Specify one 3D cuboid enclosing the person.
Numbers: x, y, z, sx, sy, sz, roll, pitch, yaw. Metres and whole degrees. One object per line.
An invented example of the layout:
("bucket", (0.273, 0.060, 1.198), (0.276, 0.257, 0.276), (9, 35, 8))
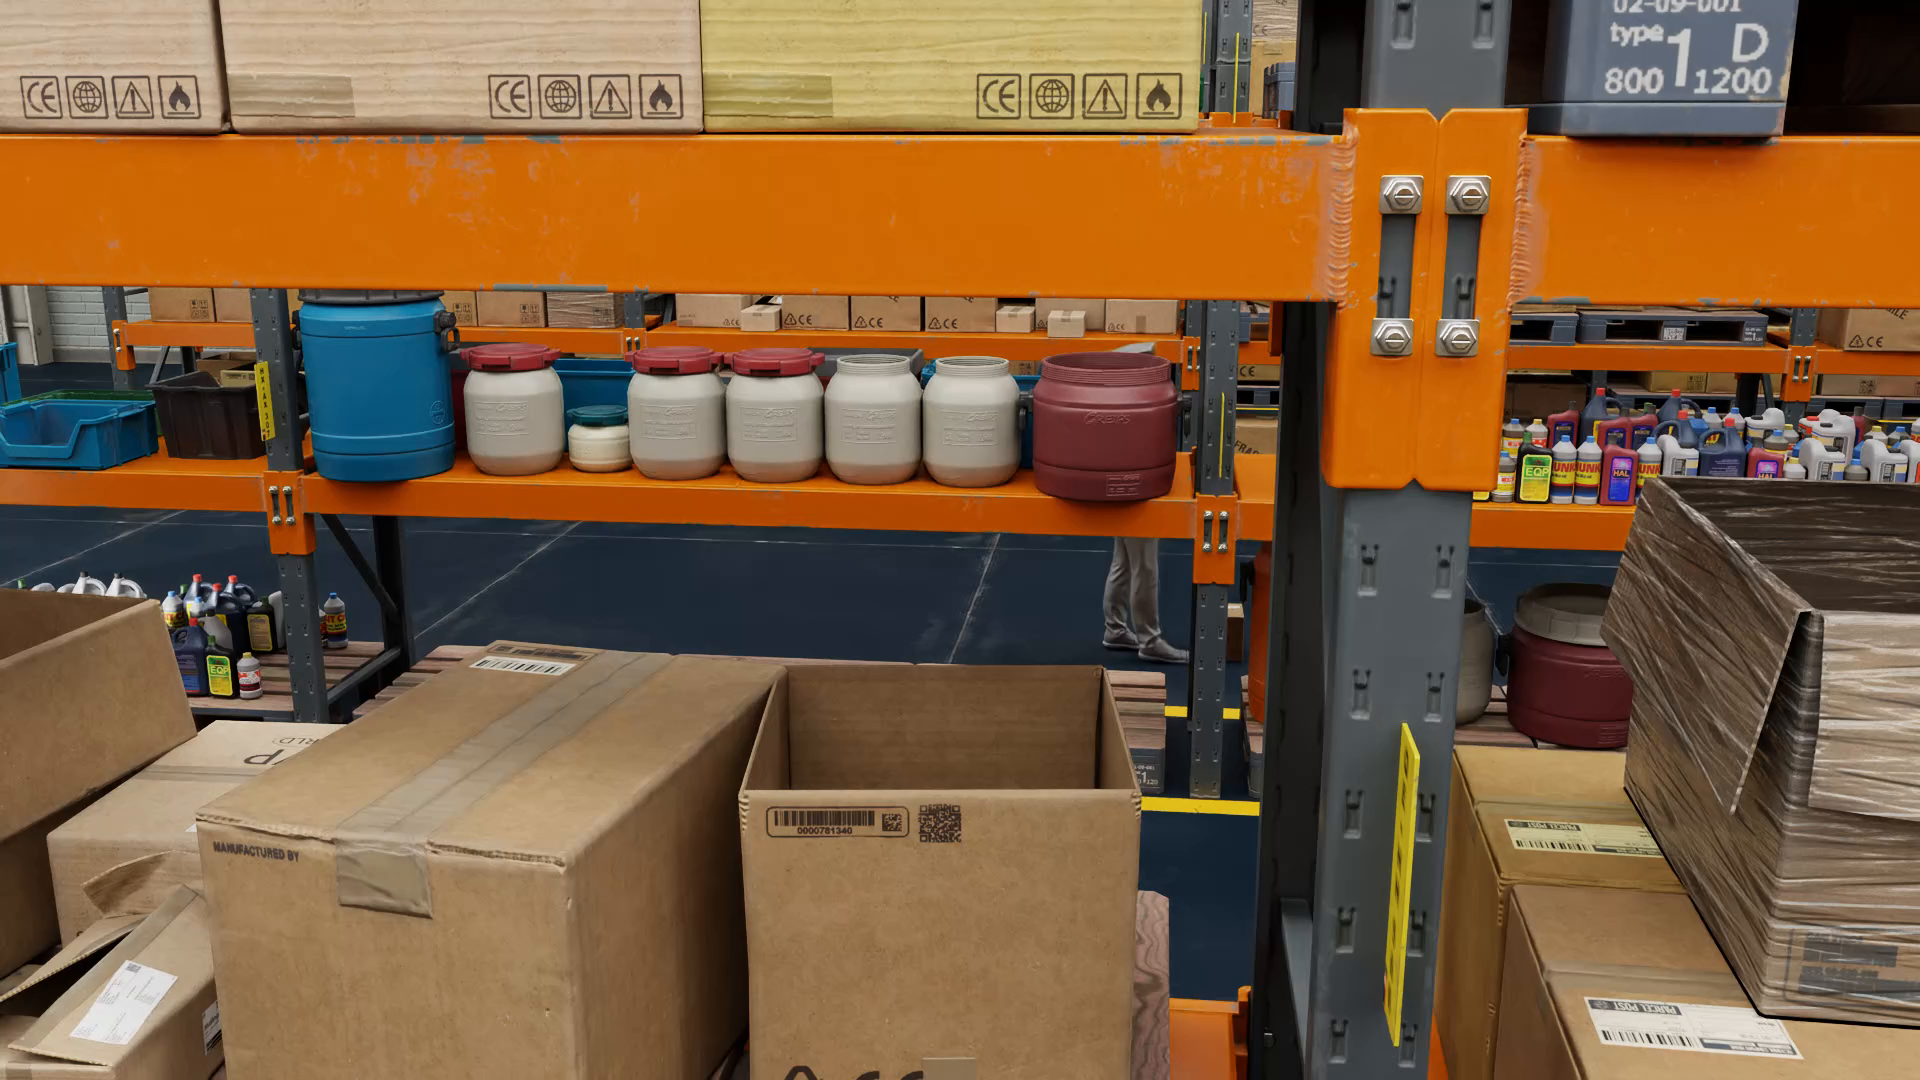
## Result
("person", (0.994, -0.213, 8.812), (0.456, 1.683, 0.490), (2, 15, 7))
